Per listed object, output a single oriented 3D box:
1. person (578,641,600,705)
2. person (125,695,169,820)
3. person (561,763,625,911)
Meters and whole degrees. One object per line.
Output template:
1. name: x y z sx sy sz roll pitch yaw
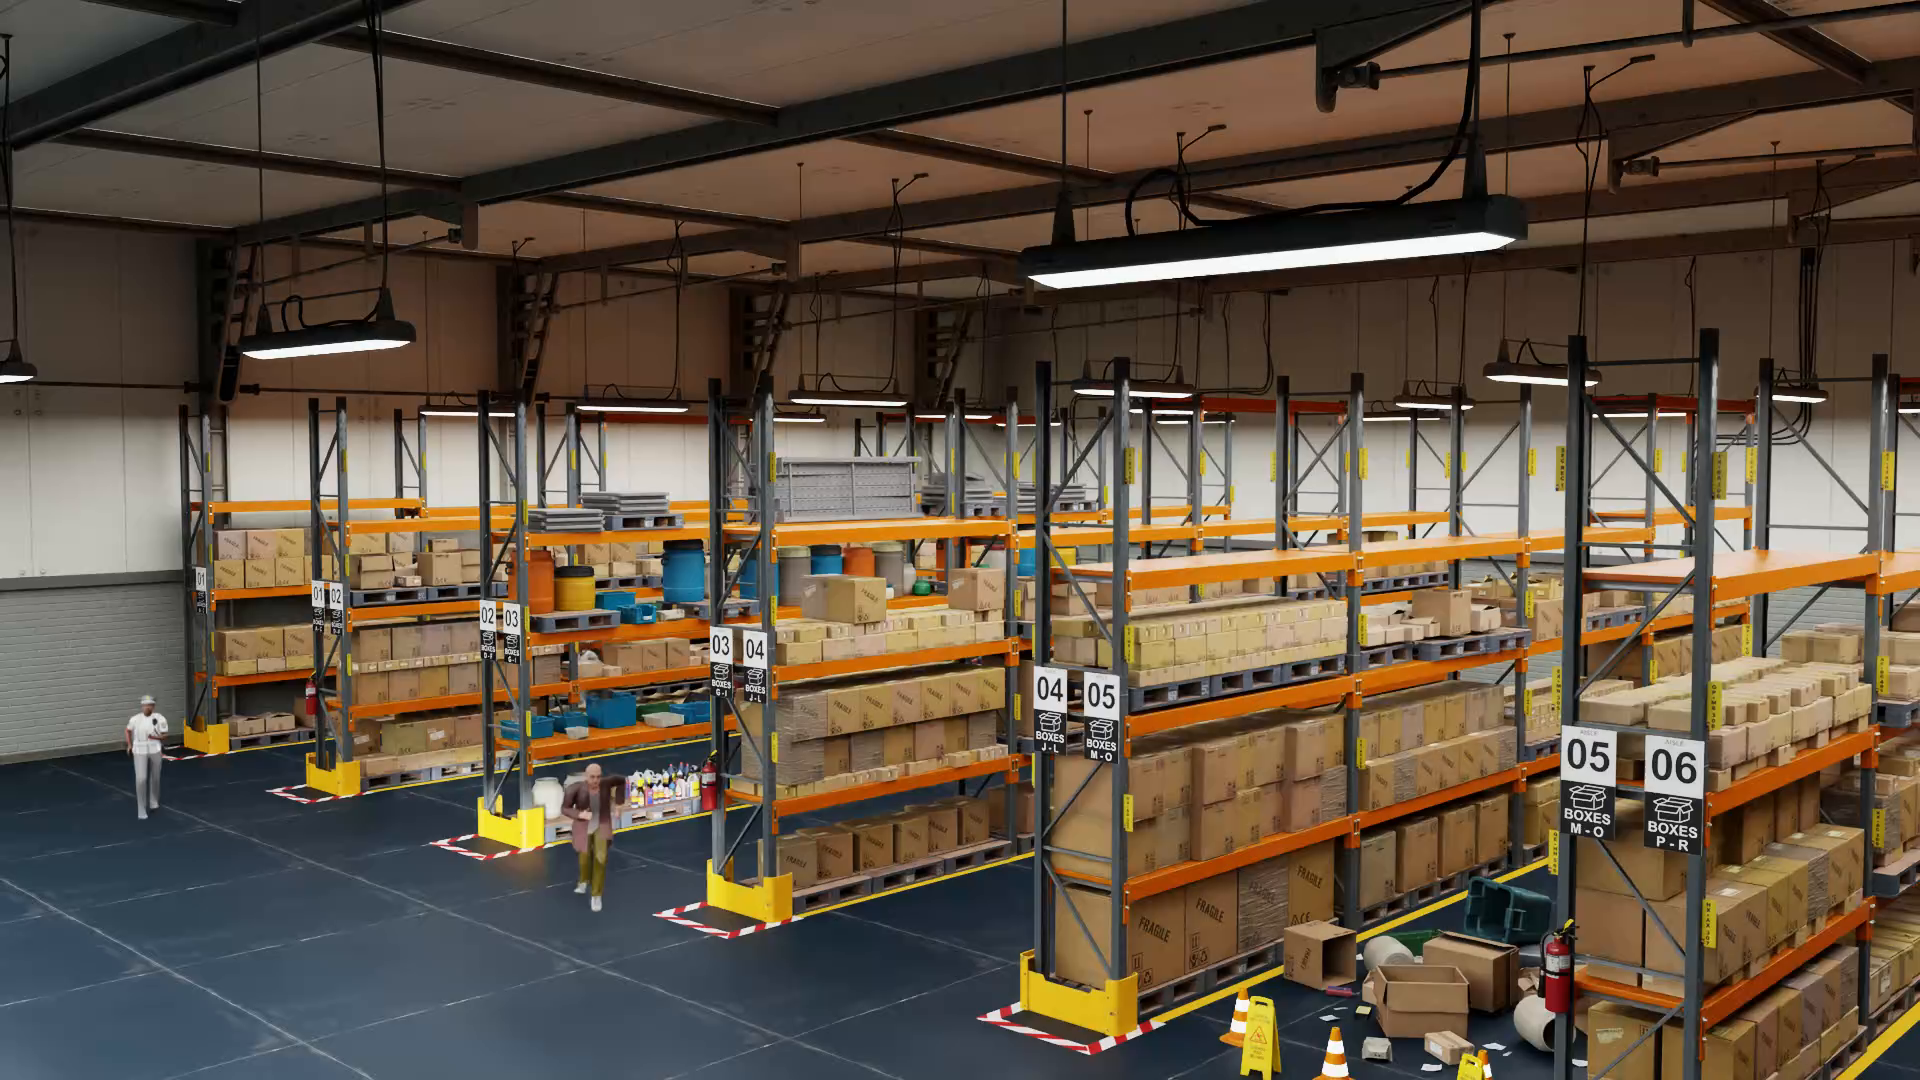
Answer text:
1. person: -7.068 2.655 31.228 0.664 1.736 0.579 2 4 35
2. person: -11.555 3.074 23.654 0.545 1.757 0.752 -2 3 -28
3. person: -4.199 3.354 19.010 0.750 1.732 1.070 -1 3 -19
